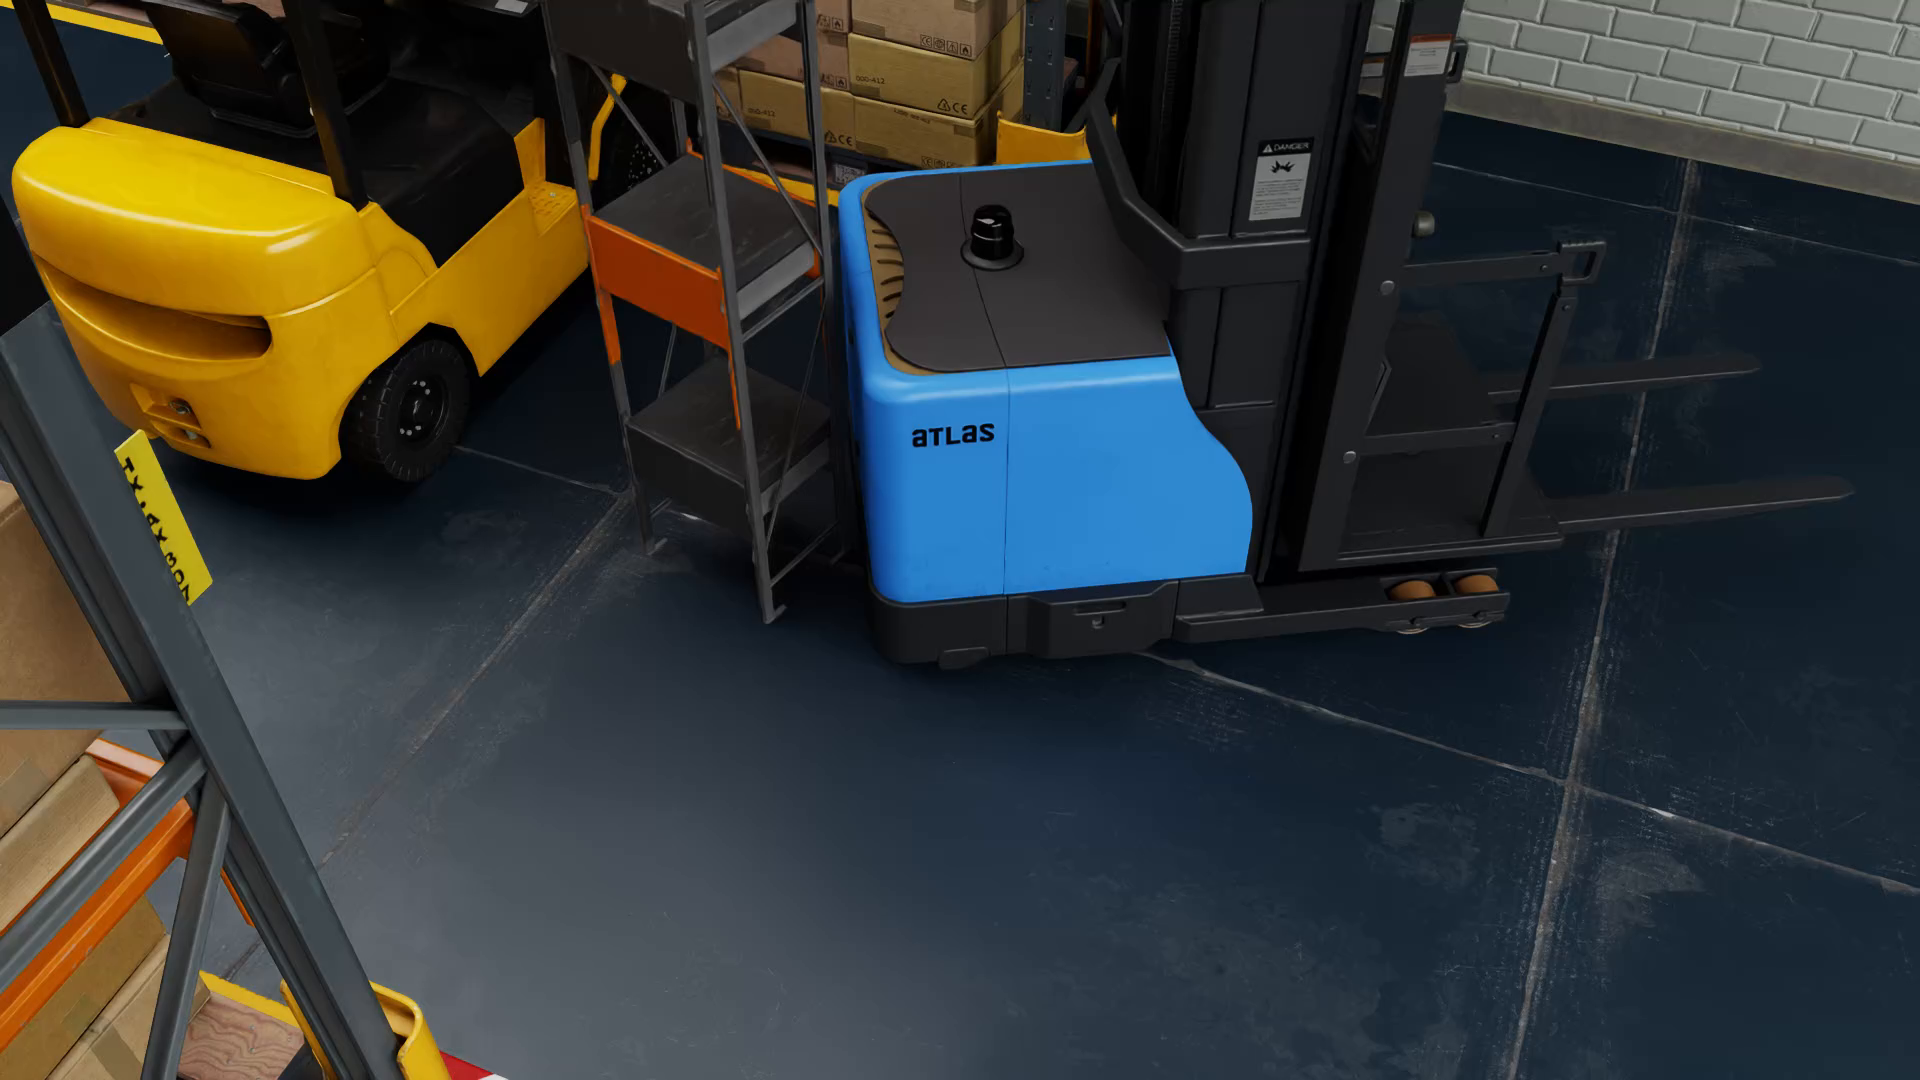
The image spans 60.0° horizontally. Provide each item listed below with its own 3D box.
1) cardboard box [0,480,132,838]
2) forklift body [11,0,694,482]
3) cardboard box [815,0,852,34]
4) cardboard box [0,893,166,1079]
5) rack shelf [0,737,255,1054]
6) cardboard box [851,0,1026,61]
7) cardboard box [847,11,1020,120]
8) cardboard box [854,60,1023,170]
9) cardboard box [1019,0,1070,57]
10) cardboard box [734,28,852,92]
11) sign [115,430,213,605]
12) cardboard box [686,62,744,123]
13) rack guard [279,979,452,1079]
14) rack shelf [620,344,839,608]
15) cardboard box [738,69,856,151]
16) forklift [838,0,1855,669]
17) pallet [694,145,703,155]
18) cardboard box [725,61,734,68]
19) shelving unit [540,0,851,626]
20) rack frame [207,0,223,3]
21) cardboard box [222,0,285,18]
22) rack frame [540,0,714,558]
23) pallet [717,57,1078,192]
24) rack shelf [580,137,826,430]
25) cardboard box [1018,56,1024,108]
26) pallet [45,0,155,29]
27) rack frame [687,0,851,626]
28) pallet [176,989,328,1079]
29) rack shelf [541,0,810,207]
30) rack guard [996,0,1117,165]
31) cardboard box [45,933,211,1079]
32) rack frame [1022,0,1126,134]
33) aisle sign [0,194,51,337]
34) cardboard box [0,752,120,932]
[{"bbox_3d":[-1.761,0.194,2.646,0.500,0.500,0.500,16,47,15],"label":"cardboard box"},{"bbox_3d":[-1.975,-1.614,5.348,1.214,2.155,2.313,16,47,16],"label":"forklift body"},{"bbox_3d":[-0.541,-2.173,6.250,0.500,0.250,0.500,17,47,17],"label":"cardboard box"},{"bbox_3d":[-2.091,0.799,3.440,0.500,0.500,0.500,15,47,15],"label":"cardboard box"},{"bbox_3d":[-3.276,0.356,3.275,4.000,0.370,1.077,16,47,16],"label":"rack shelf"},{"bbox_3d":[-0.068,-2.038,6.115,0.500,0.250,0.500,18,48,17],"label":"cardboard box"},{"bbox_3d":[-0.092,-1.868,6.298,0.500,0.250,0.500,16,47,15],"label":"cardboard box"},{"bbox_3d":[-0.078,-1.684,6.467,0.500,0.250,0.500,17,47,16],"label":"cardboard box"},{"bbox_3d":[0.123,-2.202,6.634,0.500,0.250,0.500,17,47,17],"label":"cardboard box"},{"bbox_3d":[-0.551,-2.011,6.442,0.500,0.250,0.500,16,47,15],"label":"cardboard box"},{"bbox_3d":[-1.222,-0.016,2.525,0.005,0.325,0.100,16,47,16],"label":"sign"},{"bbox_3d":[-0.992,-1.967,6.752,0.500,0.250,0.500,17,47,16],"label":"cardboard box"},{"bbox_3d":[-1.500,1.510,3.378,0.348,0.500,1.175,16,47,16],"label":"rack guard"},{"bbox_3d":[-0.663,-0.198,4.972,0.480,0.518,0.431,27,51,25],"label":"rack shelf"},{"bbox_3d":[-0.533,-1.825,6.609,0.500,0.250,0.500,16,47,16],"label":"cardboard box"},{"bbox_3d":[1.193,-1.125,4.303,3.031,2.935,1.130,-5,45,-5],"label":"forklift"},{"bbox_3d":[-1.367,-2.112,7.223,1.213,0.211,1.003,16,47,16],"label":"pallet"},{"bbox_3d":[-1.036,-2.138,6.569,0.500,0.250,0.500,15,47,15],"label":"cardboard box"},{"bbox_3d":[-0.663,-0.704,4.469,0.503,2.100,0.431,27,51,25],"label":"shelving unit"},{"bbox_3d":[-3.214,-3.674,6.816,0.127,3.000,1.000,16,47,16],"label":"rack frame"},{"bbox_3d":[-2.895,-2.501,7.289,0.500,0.250,0.500,17,47,16],"label":"cardboard box"},{"bbox_3d":[-0.861,-0.805,4.571,0.015,2.100,0.400,27,51,25],"label":"rack frame"},{"bbox_3d":[-0.245,-1.780,6.889,1.213,0.211,1.003,16,47,16],"label":"pallet"},{"bbox_3d":[-0.663,-0.694,4.478,0.480,0.518,0.431,27,51,25],"label":"rack shelf"},{"bbox_3d":[0.099,-2.023,6.808,0.500,0.250,0.500,17,47,16],"label":"cardboard box"},{"bbox_3d":[-3.909,-2.860,7.975,1.213,0.211,1.003,16,47,16],"label":"pallet"},{"bbox_3d":[-0.466,-0.603,4.367,0.015,2.100,0.400,27,51,25],"label":"rack frame"},{"bbox_3d":[-2.237,1.369,3.725,1.213,0.211,1.003,16,47,16],"label":"pallet"},{"bbox_3d":[-0.663,-1.191,3.985,0.480,0.518,0.431,27,51,25],"label":"rack shelf"},{"bbox_3d":[0.499,-1.695,6.599,0.348,0.500,1.175,16,47,16],"label":"rack guard"},{"bbox_3d":[-2.068,1.071,3.699,0.500,0.250,0.500,16,47,16],"label":"cardboard box"},{"bbox_3d":[0.477,-2.588,5.724,0.127,3.000,1.000,16,47,16],"label":"rack frame"},{"bbox_3d":[-1.254,-0.462,1.745,0.004,0.787,0.394,16,47,16],"label":"aisle sign"},{"bbox_3d":[-1.664,0.506,2.793,0.250,0.149,0.380,17,47,16],"label":"cardboard box"}]
